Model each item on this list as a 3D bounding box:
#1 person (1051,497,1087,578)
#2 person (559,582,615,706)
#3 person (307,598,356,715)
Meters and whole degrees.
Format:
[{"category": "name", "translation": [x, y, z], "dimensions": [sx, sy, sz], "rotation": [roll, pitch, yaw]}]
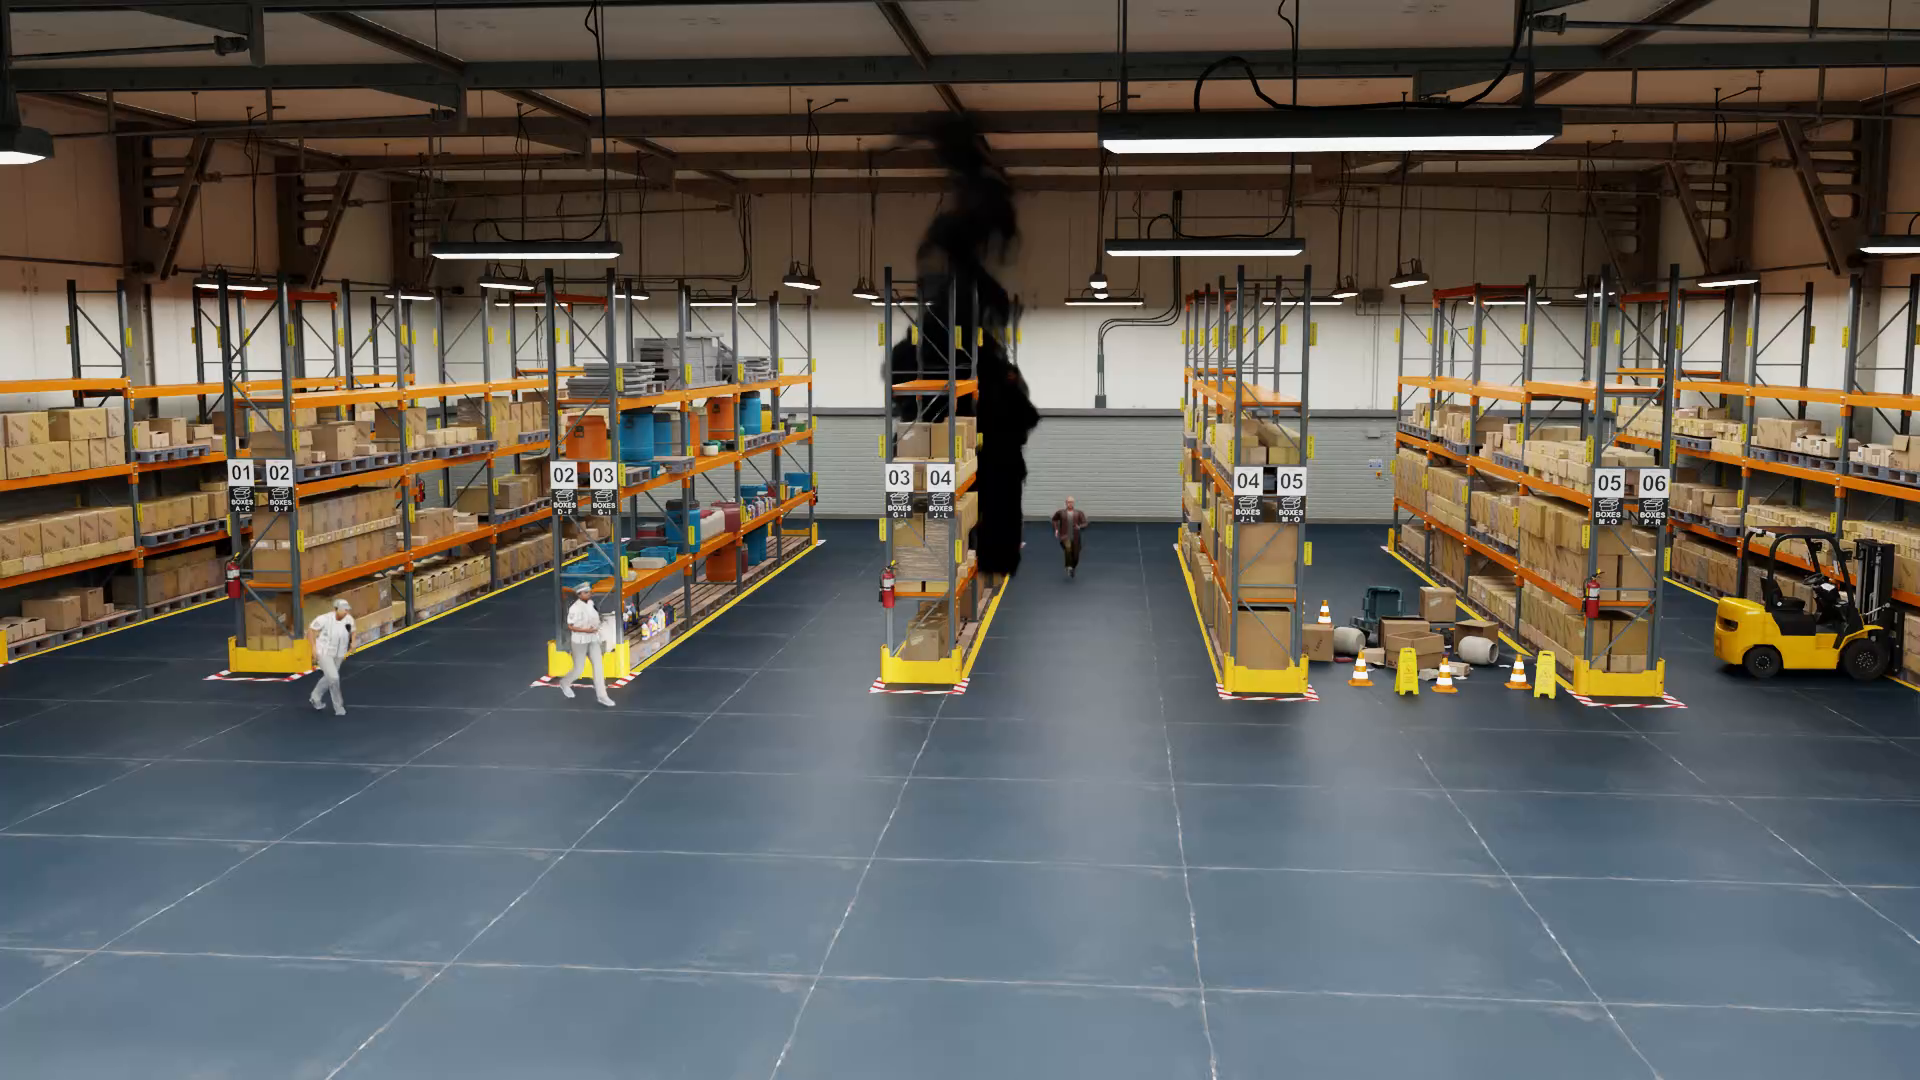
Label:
[{"category": "person", "translation": [2.234, -0.032, 33.917], "dimensions": [0.714, 1.705, 1.028], "rotation": [0, 7, -3]}, {"category": "person", "translation": [-5.117, 1.393, 22.671], "dimensions": [0.947, 1.684, 0.594], "rotation": [5, 8, 34]}, {"category": "person", "translation": [-8.436, 1.557, 22.303], "dimensions": [0.926, 1.616, 0.610], "rotation": [5, 9, 38]}]
